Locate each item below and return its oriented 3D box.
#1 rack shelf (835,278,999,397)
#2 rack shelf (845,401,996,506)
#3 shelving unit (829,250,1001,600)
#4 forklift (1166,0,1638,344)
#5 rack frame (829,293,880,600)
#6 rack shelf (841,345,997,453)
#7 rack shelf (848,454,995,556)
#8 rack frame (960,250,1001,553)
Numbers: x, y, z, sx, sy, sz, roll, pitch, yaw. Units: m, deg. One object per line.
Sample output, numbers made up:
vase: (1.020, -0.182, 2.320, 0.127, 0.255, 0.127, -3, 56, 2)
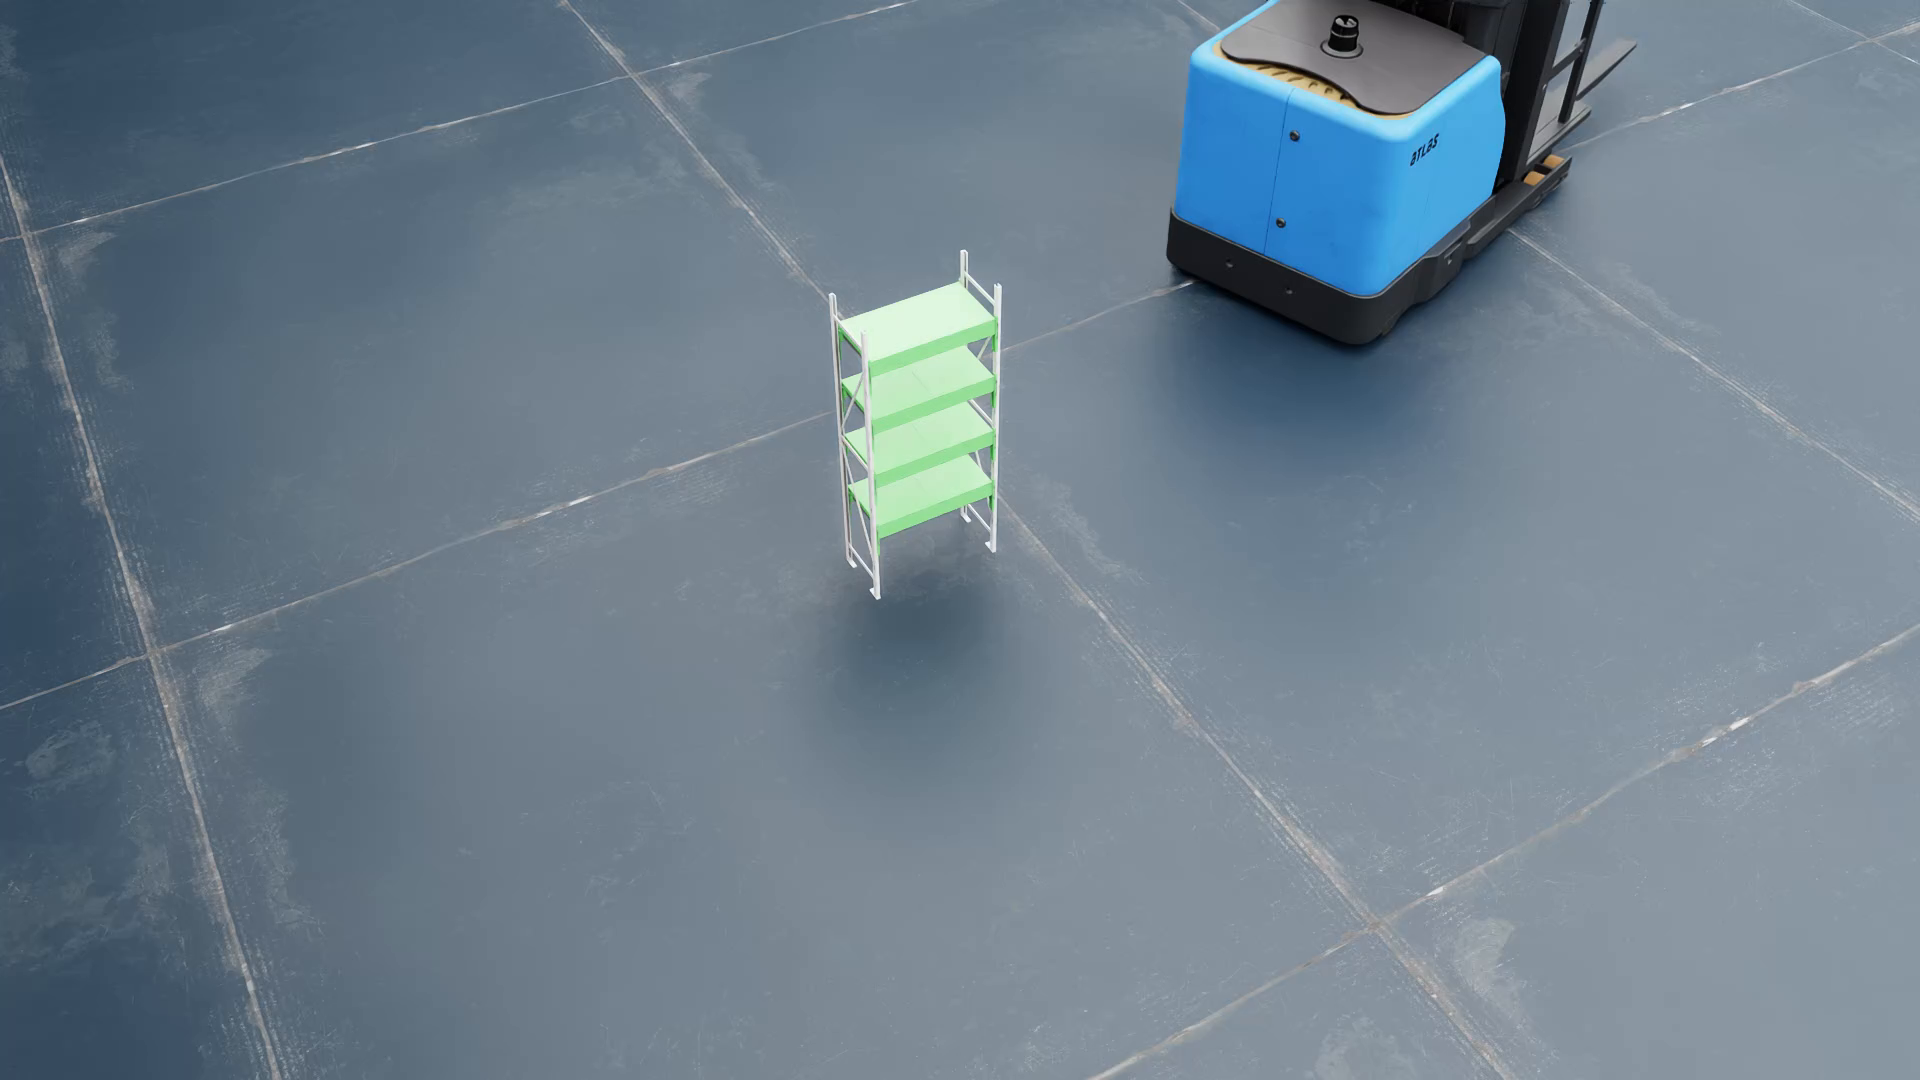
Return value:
rack shelf: (-0.144, -0.672, 5.483, 0.480, 0.148, 0.258, -22, 48, -21)
rack shelf: (-0.144, -0.327, 5.817, 0.480, 0.148, 0.258, -22, 48, -21)
shelving unit: (-0.144, -0.373, 5.773, 0.503, 1.200, 0.258, -22, 48, -21)
forklift: (2.265, -2.830, 7.062, 1.130, 2.935, 3.031, 31, 52, 28)
rack frame: (-0.355, -0.288, 5.686, 0.015, 1.200, 0.240, -22, 48, -21)
rack shelf: (-0.144, -0.500, 5.650, 0.480, 0.148, 0.258, -22, 48, -21)
rack shelf: (-0.144, -0.155, 5.985, 0.480, 0.148, 0.258, -22, 48, -21)
rack frame: (0.068, -0.458, 5.860, 0.015, 1.200, 0.240, -22, 48, -21)
